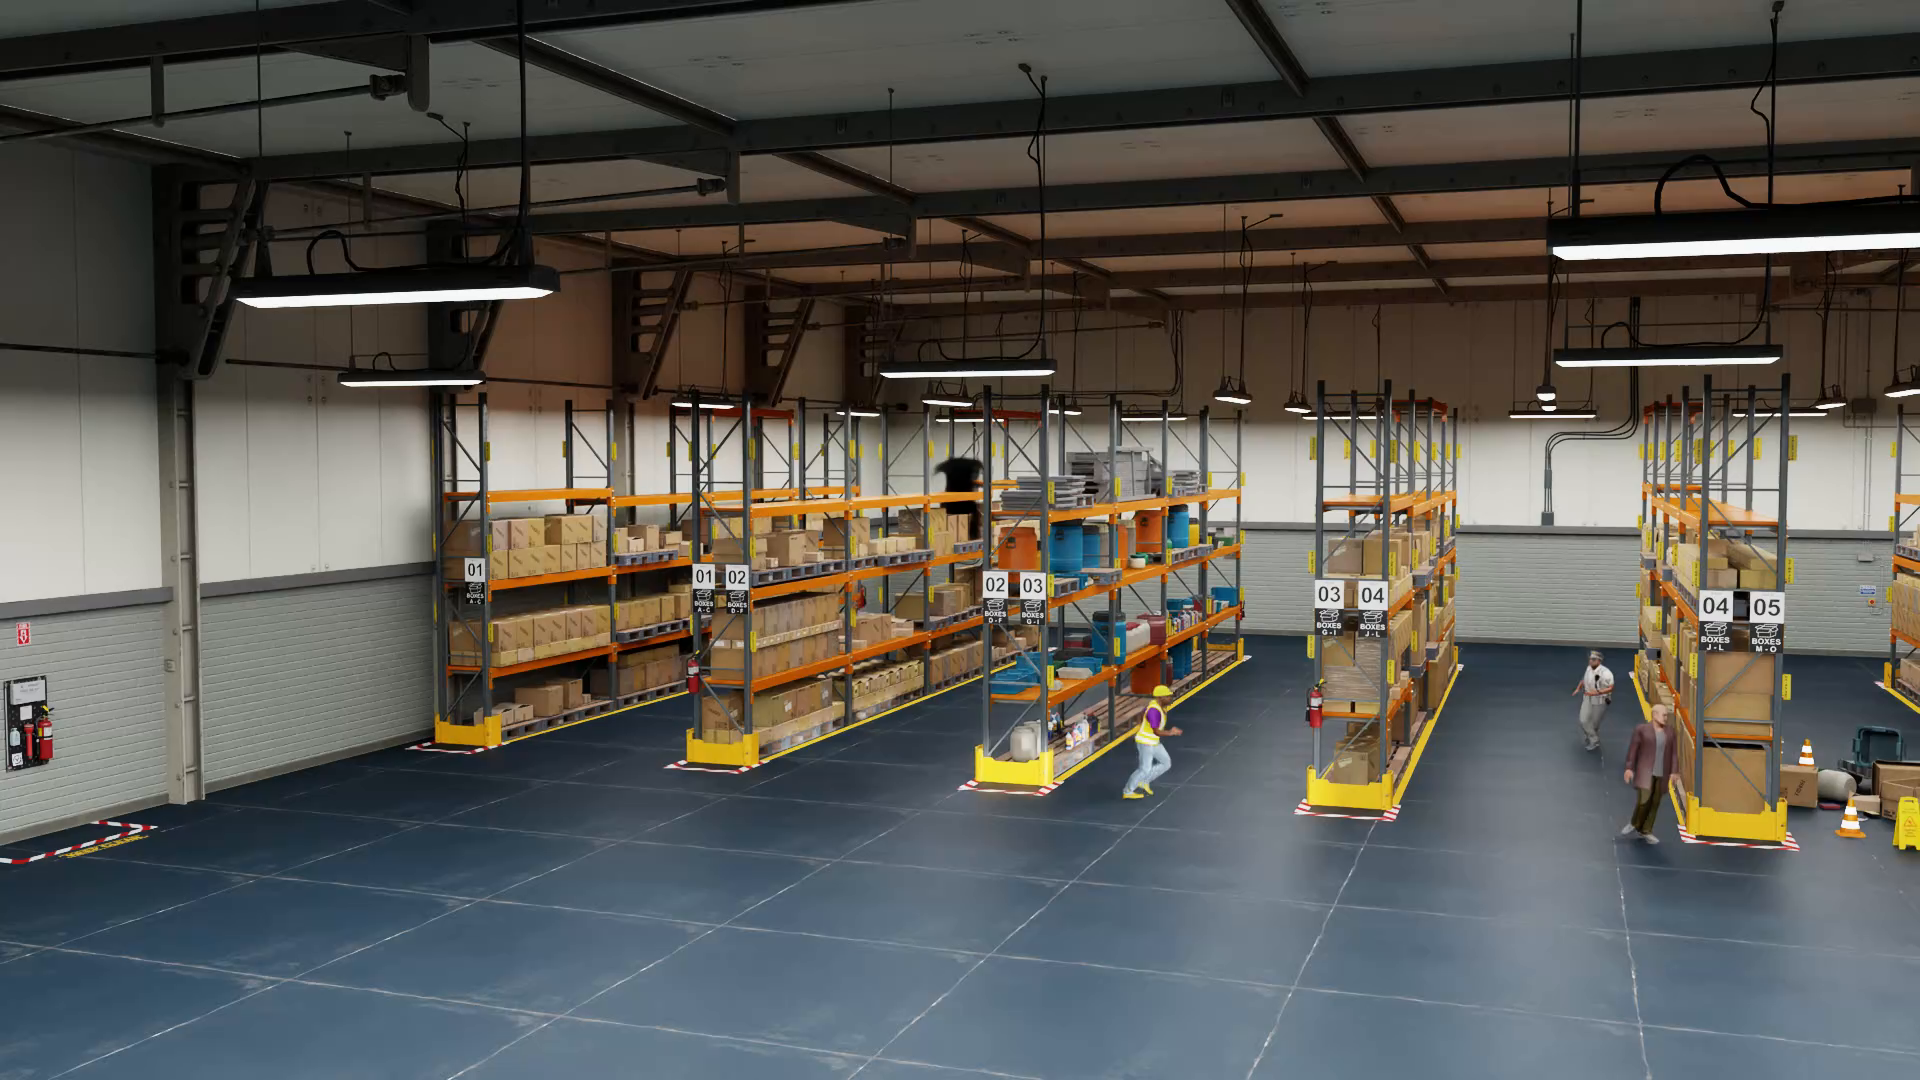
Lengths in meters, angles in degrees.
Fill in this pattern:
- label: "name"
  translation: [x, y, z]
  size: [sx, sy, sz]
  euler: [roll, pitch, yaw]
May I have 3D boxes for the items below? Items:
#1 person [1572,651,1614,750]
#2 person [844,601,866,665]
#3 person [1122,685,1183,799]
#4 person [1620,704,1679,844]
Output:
- label: "person"
  translation: [10.706, 2.693, 28.021]
  size: [0.621, 1.709, 0.779]
  euler: [-3, 4, -41]
- label: "person"
  translation: [-2.342, 2.214, 38.380]
  size: [0.635, 1.624, 0.815]
  euler: [-1, 3, -18]
- label: "person"
  translation: [2.769, 2.896, 23.828]
  size: [0.893, 1.657, 0.711]
  euler: [1, 3, 20]
- label: "person"
  translation: [8.812, 2.983, 21.217]
  size: [0.680, 1.787, 0.519]
  euler: [0, 3, -4]
